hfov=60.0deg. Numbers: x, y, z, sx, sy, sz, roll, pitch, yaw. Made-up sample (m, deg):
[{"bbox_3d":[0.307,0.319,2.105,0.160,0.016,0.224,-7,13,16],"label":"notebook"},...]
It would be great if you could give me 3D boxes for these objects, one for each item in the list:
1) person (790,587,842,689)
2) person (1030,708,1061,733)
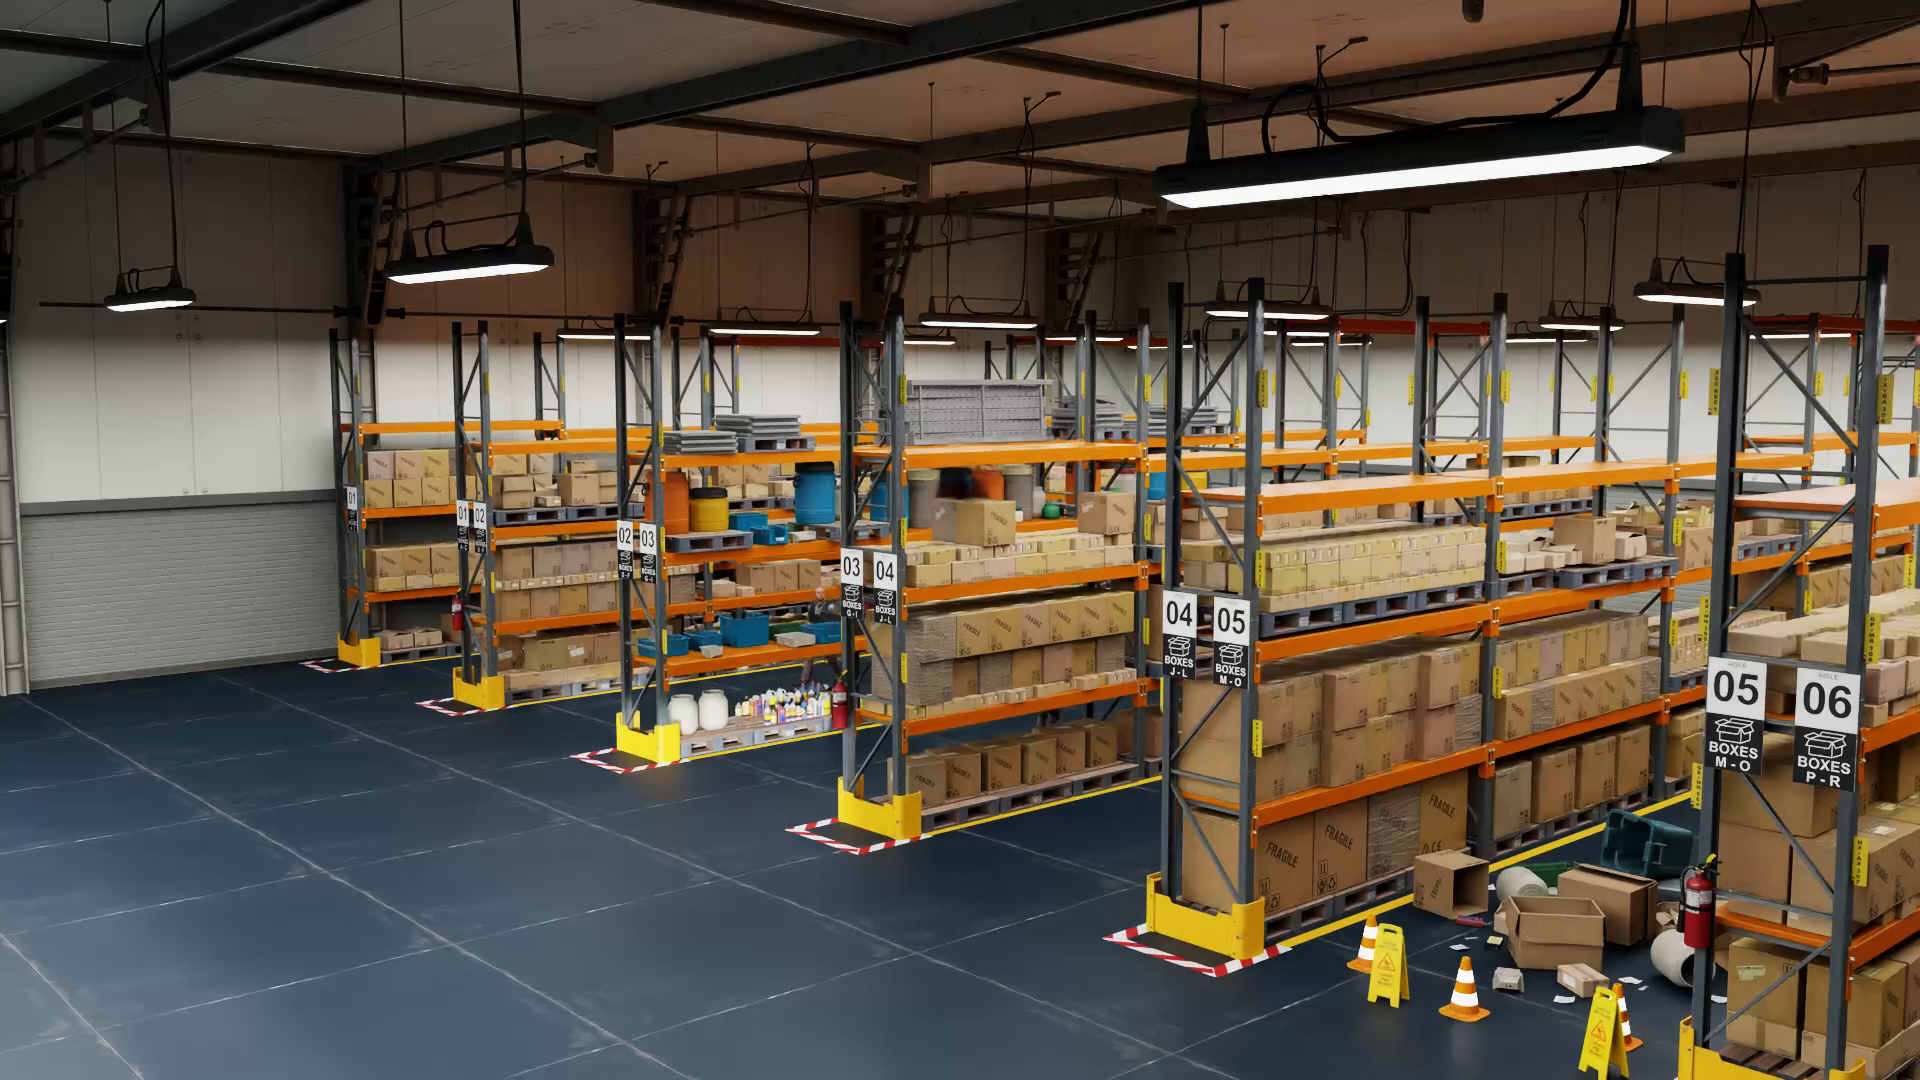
[{"bbox_3d":[-2.300,1.613,27.449,1.045,1.672,0.678,-5,8,-44],"label":"person"},{"bbox_3d":[1.258,1.980,24.148,0.455,1.599,0.939,4,7,38],"label":"person"}]
